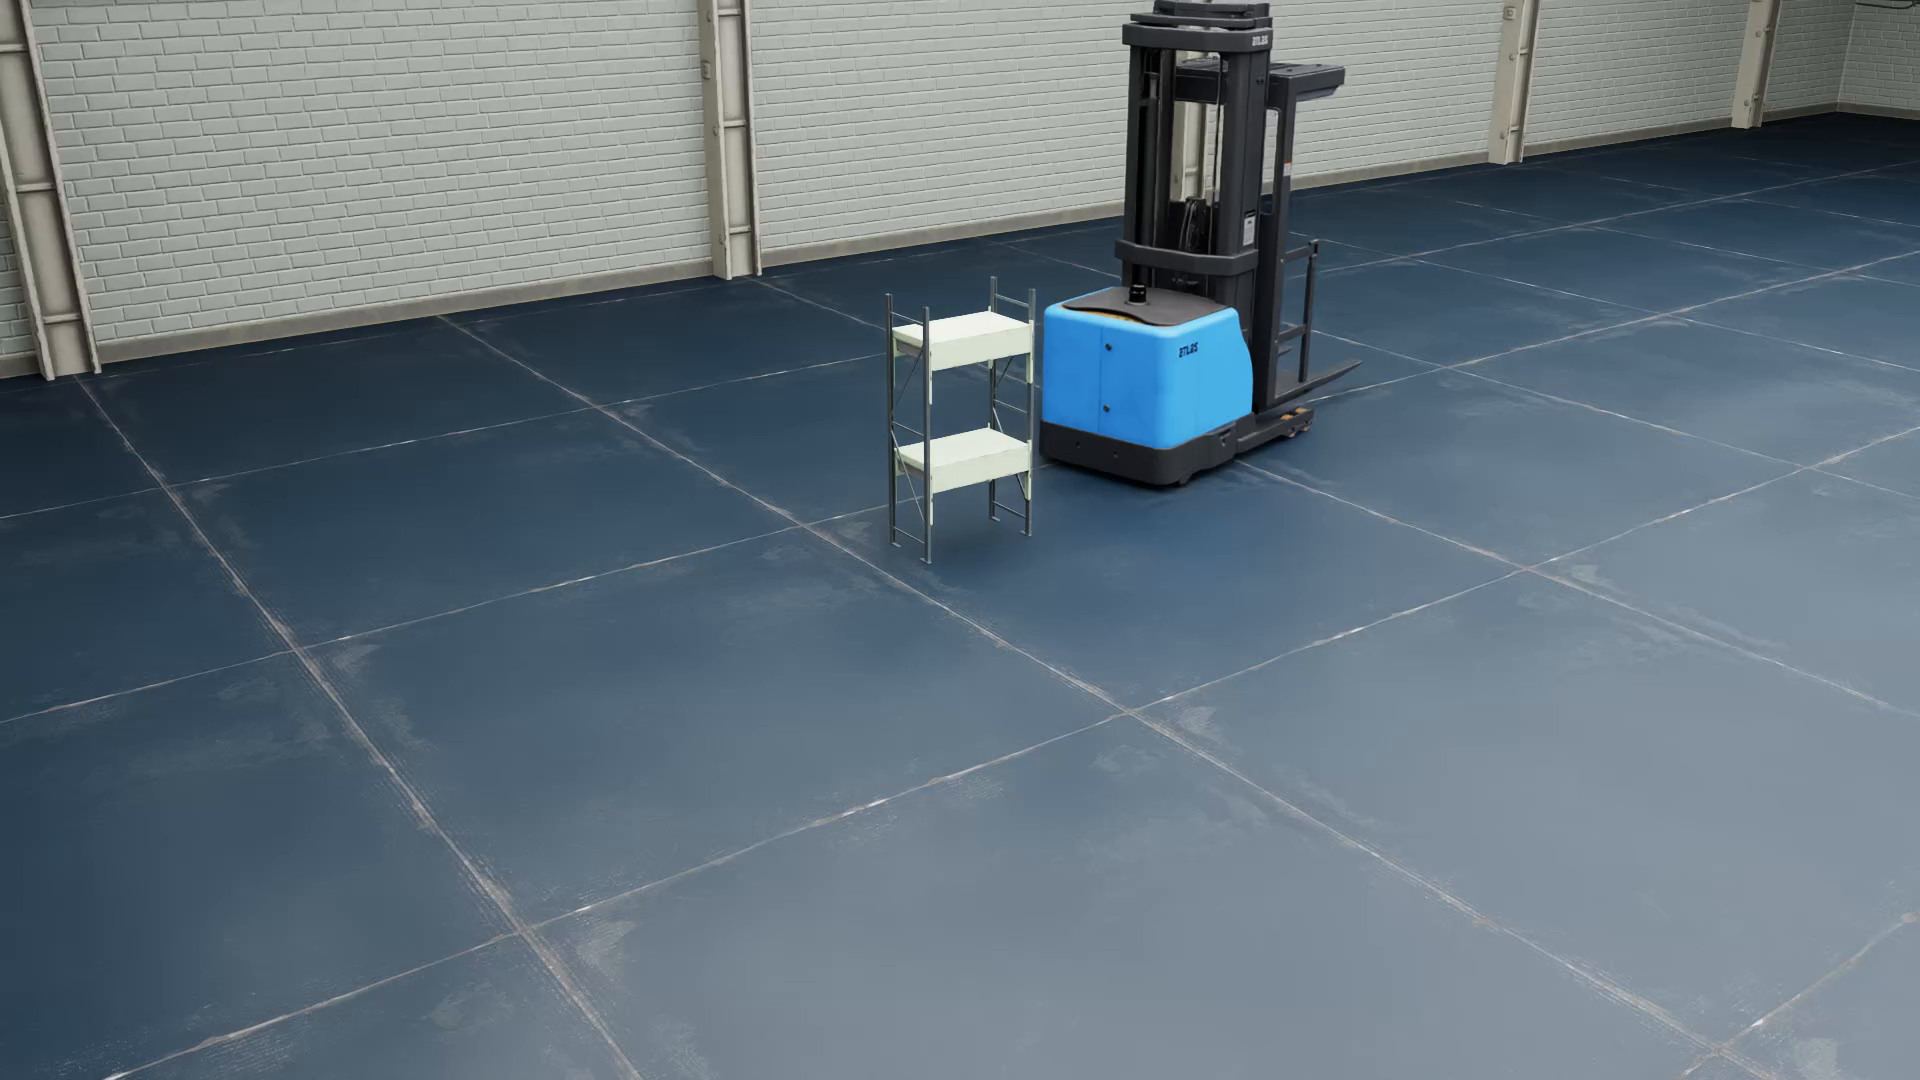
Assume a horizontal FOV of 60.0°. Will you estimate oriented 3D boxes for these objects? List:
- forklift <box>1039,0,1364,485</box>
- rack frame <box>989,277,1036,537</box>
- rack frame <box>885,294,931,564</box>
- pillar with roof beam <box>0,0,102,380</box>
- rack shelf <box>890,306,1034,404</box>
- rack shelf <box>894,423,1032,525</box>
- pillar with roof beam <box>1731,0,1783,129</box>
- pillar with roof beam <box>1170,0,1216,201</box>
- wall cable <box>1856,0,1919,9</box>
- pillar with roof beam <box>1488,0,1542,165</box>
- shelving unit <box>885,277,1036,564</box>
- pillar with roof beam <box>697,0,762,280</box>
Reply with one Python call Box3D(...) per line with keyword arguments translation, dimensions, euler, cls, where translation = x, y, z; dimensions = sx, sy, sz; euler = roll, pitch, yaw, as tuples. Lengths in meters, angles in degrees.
Box3D(translation=(1.865, -2.183, 11.412), dimensions=(1.130, 2.935, 3.031), euler=(17, 28, 37), cls="forklift")
Box3D(translation=(0.303, -0.777, 9.821), dimensions=(0.023, 1.500, 0.400), euler=(-15, 26, -33), cls="rack frame")
Box3D(translation=(-0.292, -0.619, 9.424), dimensions=(0.023, 1.500, 0.400), euler=(-15, 26, -33), cls="rack frame")
Box3D(translation=(-4.568, -4.222, 8.335), dimensions=(0.400, 9.000, 9.100), euler=(-15, 26, -33), cls="pillar with roof beam")
Box3D(translation=(0.005, -1.061, 9.477), dimensions=(0.720, 0.370, 0.431), euler=(-15, 26, -33), cls="rack shelf")
Box3D(translation=(0.005, -0.395, 9.743), dimensions=(0.720, 0.370, 0.431), euler=(-15, 26, -33), cls="rack shelf")
Box3D(translation=(14.914, -9.417, 21.353), dimensions=(0.400, 9.000, 9.100), euler=(-15, 26, -33), cls="pillar with roof beam")
Box3D(translation=(5.173, -6.819, 14.844), dimensions=(0.400, 9.000, 9.100), euler=(-15, 26, -33), cls="pillar with roof beam")
Box3D(translation=(15.564, -9.509, 25.775), dimensions=(0.112, 2.526, 3.097), euler=(-15, 26, -33), cls="wall cable")
Box3D(translation=(10.044, -8.118, 18.098), dimensions=(0.400, 9.000, 9.100), euler=(-15, 26, -33), cls="pillar with roof beam")
Box3D(translation=(0.005, -0.698, 9.622), dimensions=(0.755, 1.500, 0.431), euler=(-15, 26, -33), cls="shelving unit")
Box3D(translation=(0.303, -5.521, 11.589), dimensions=(0.400, 9.000, 9.100), euler=(-15, 26, -33), cls="pillar with roof beam")
